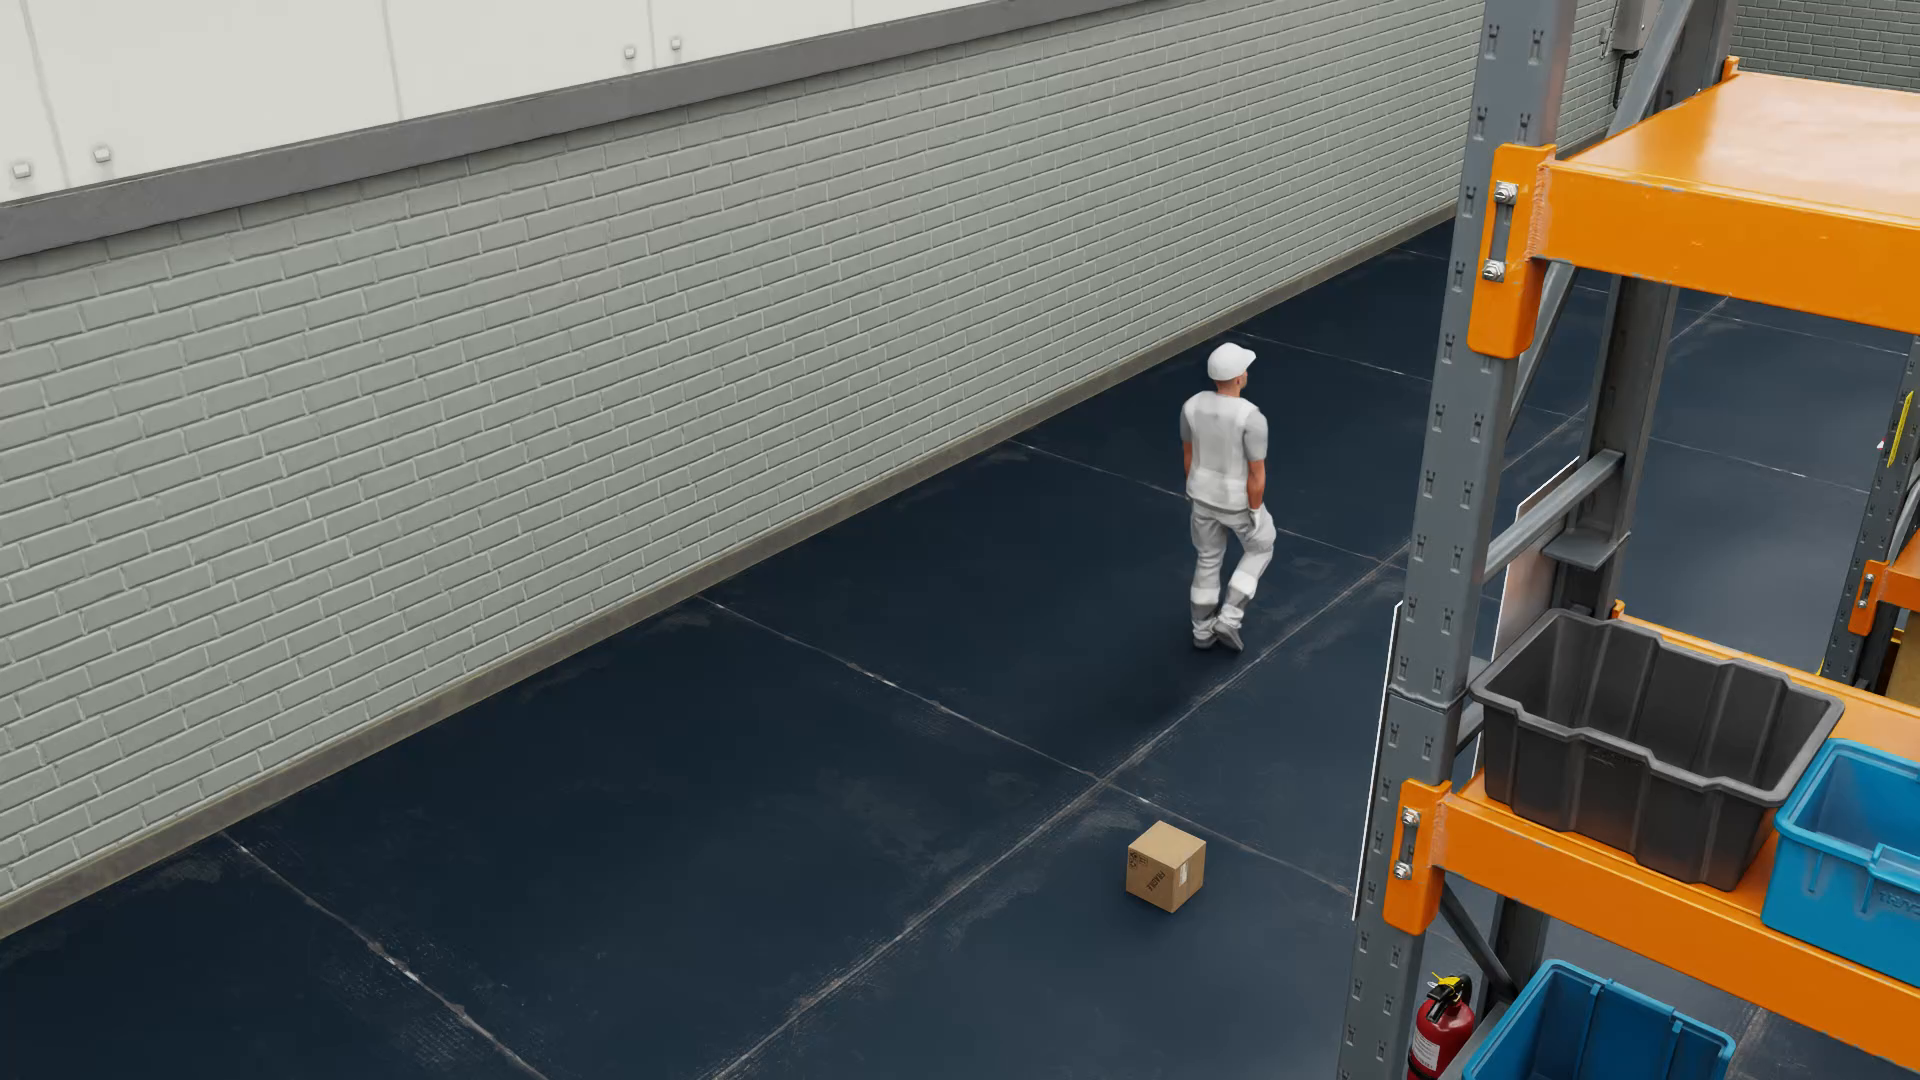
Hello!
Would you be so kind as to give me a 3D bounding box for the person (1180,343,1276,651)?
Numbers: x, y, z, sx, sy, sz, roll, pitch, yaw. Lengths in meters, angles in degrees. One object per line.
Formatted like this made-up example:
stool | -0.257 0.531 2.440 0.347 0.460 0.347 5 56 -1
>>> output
person | 1.446 -0.231 8.997 0.531 1.790 0.444 18 32 32
